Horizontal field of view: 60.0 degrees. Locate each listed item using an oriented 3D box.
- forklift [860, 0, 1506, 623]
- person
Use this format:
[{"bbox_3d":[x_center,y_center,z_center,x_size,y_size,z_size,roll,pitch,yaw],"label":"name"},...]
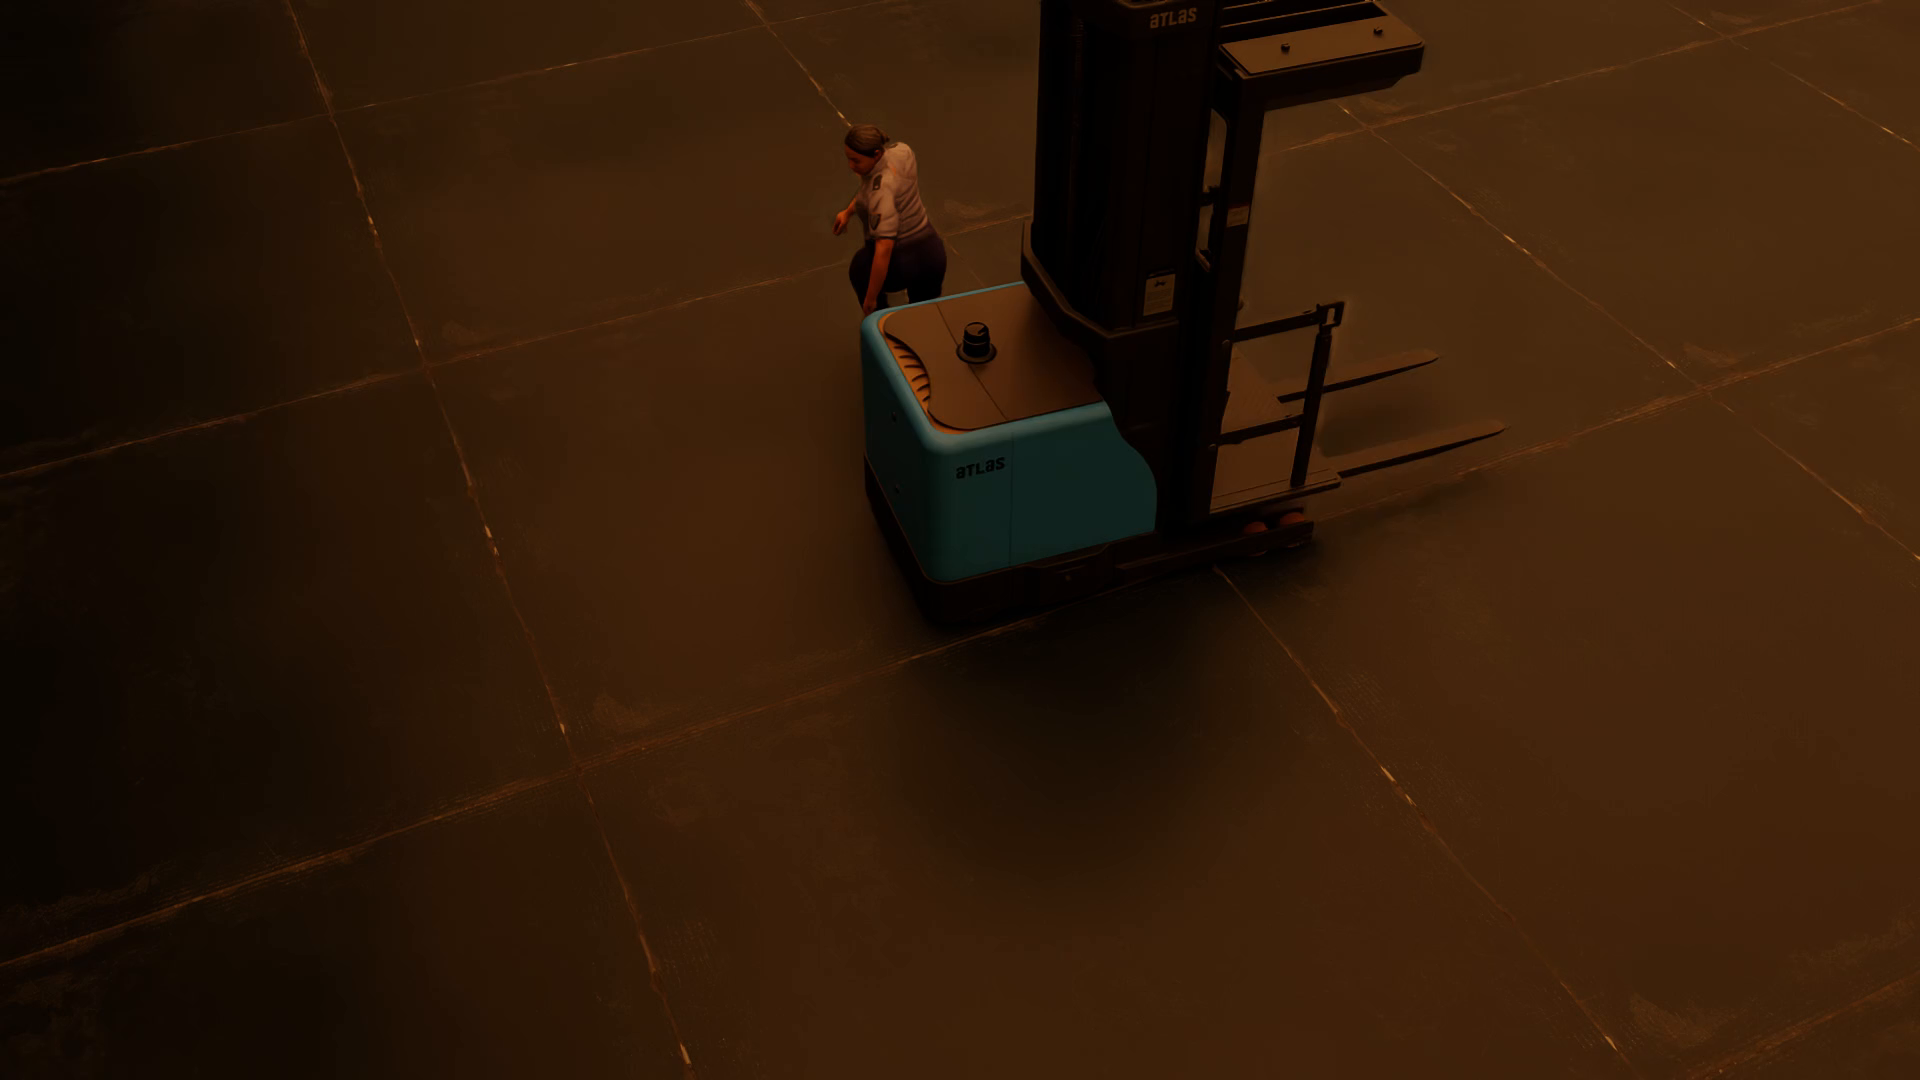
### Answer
[{"bbox_3d":[1.120,-1.318,7.093,3.031,2.935,1.130,-14,45,-14],"label":"forklift"},{"bbox_3d":[-0.353,-1.420,8.347,0.589,1.433,0.846,-28,50,-27],"label":"person"}]
